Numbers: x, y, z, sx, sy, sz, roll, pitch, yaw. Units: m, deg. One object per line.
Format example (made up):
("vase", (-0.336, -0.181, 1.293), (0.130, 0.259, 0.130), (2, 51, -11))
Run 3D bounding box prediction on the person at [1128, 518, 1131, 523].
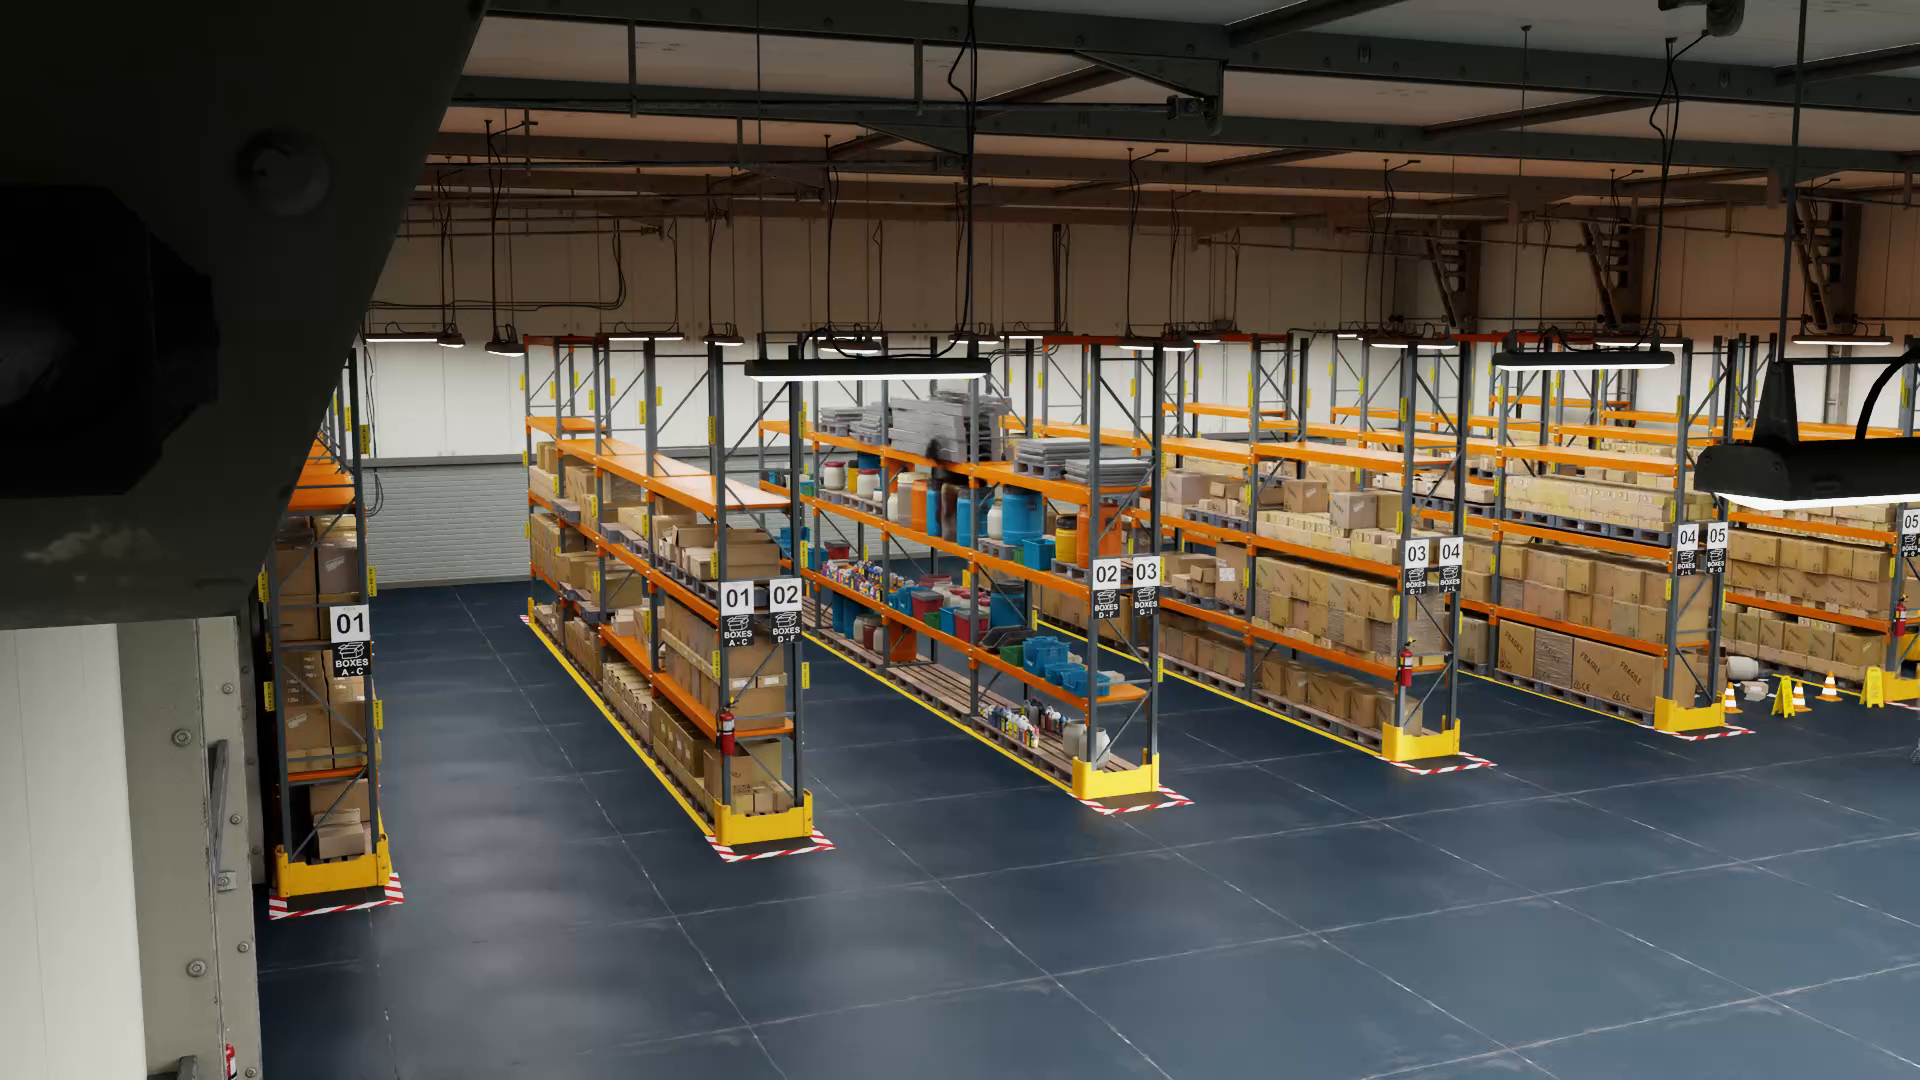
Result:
("person", (3.971, 0.320, 38.934), (0.738, 1.693, 0.571), (-2, 8, -15))
